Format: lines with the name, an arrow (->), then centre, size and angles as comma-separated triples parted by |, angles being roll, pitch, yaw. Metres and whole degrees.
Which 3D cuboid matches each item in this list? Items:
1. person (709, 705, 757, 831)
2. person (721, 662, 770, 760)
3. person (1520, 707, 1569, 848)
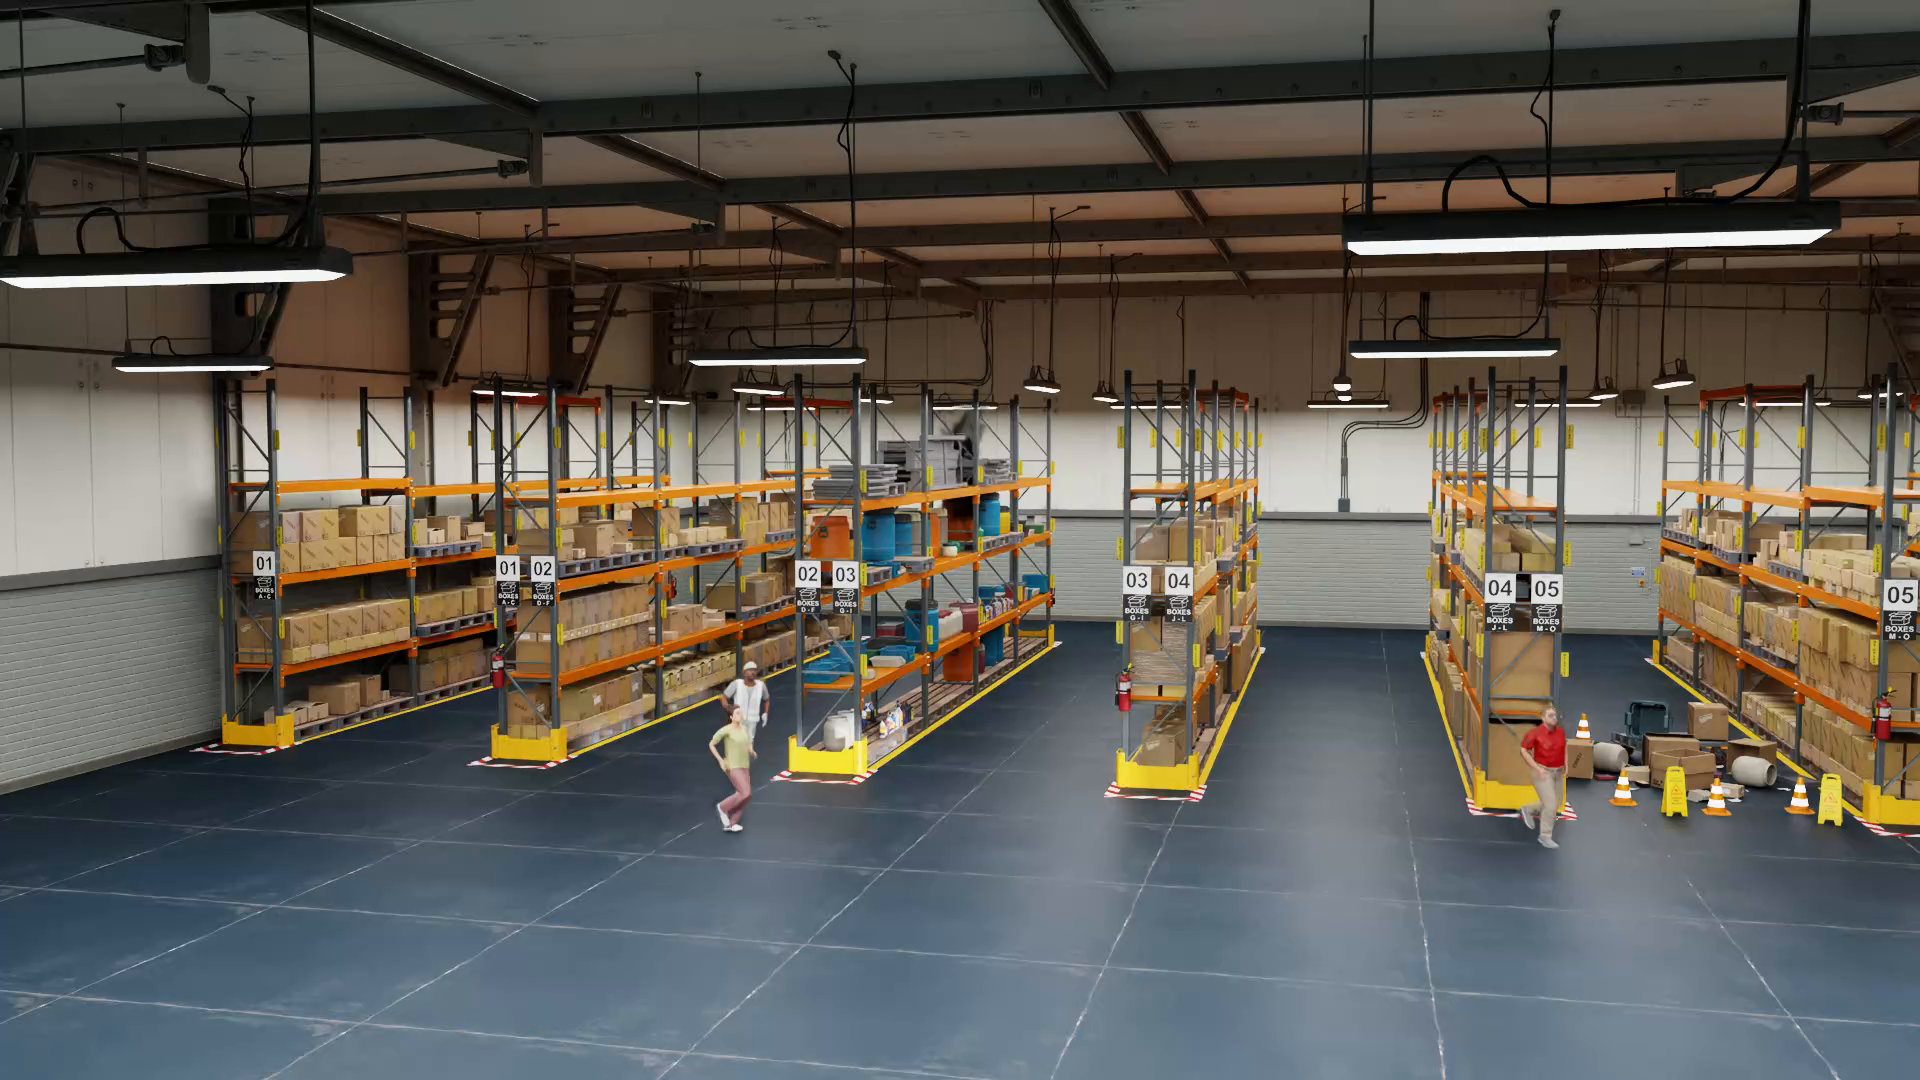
person -> -2.820, 2.909, 21.182 | 0.537, 1.623, 0.567 | 2, 4, 35
person -> -3.157, 2.665, 24.648 | 0.734, 1.716, 0.726 | -1, 4, -17
person -> 7.244, 2.925, 20.704 | 0.670, 1.729, 0.718 | -2, 4, -24
